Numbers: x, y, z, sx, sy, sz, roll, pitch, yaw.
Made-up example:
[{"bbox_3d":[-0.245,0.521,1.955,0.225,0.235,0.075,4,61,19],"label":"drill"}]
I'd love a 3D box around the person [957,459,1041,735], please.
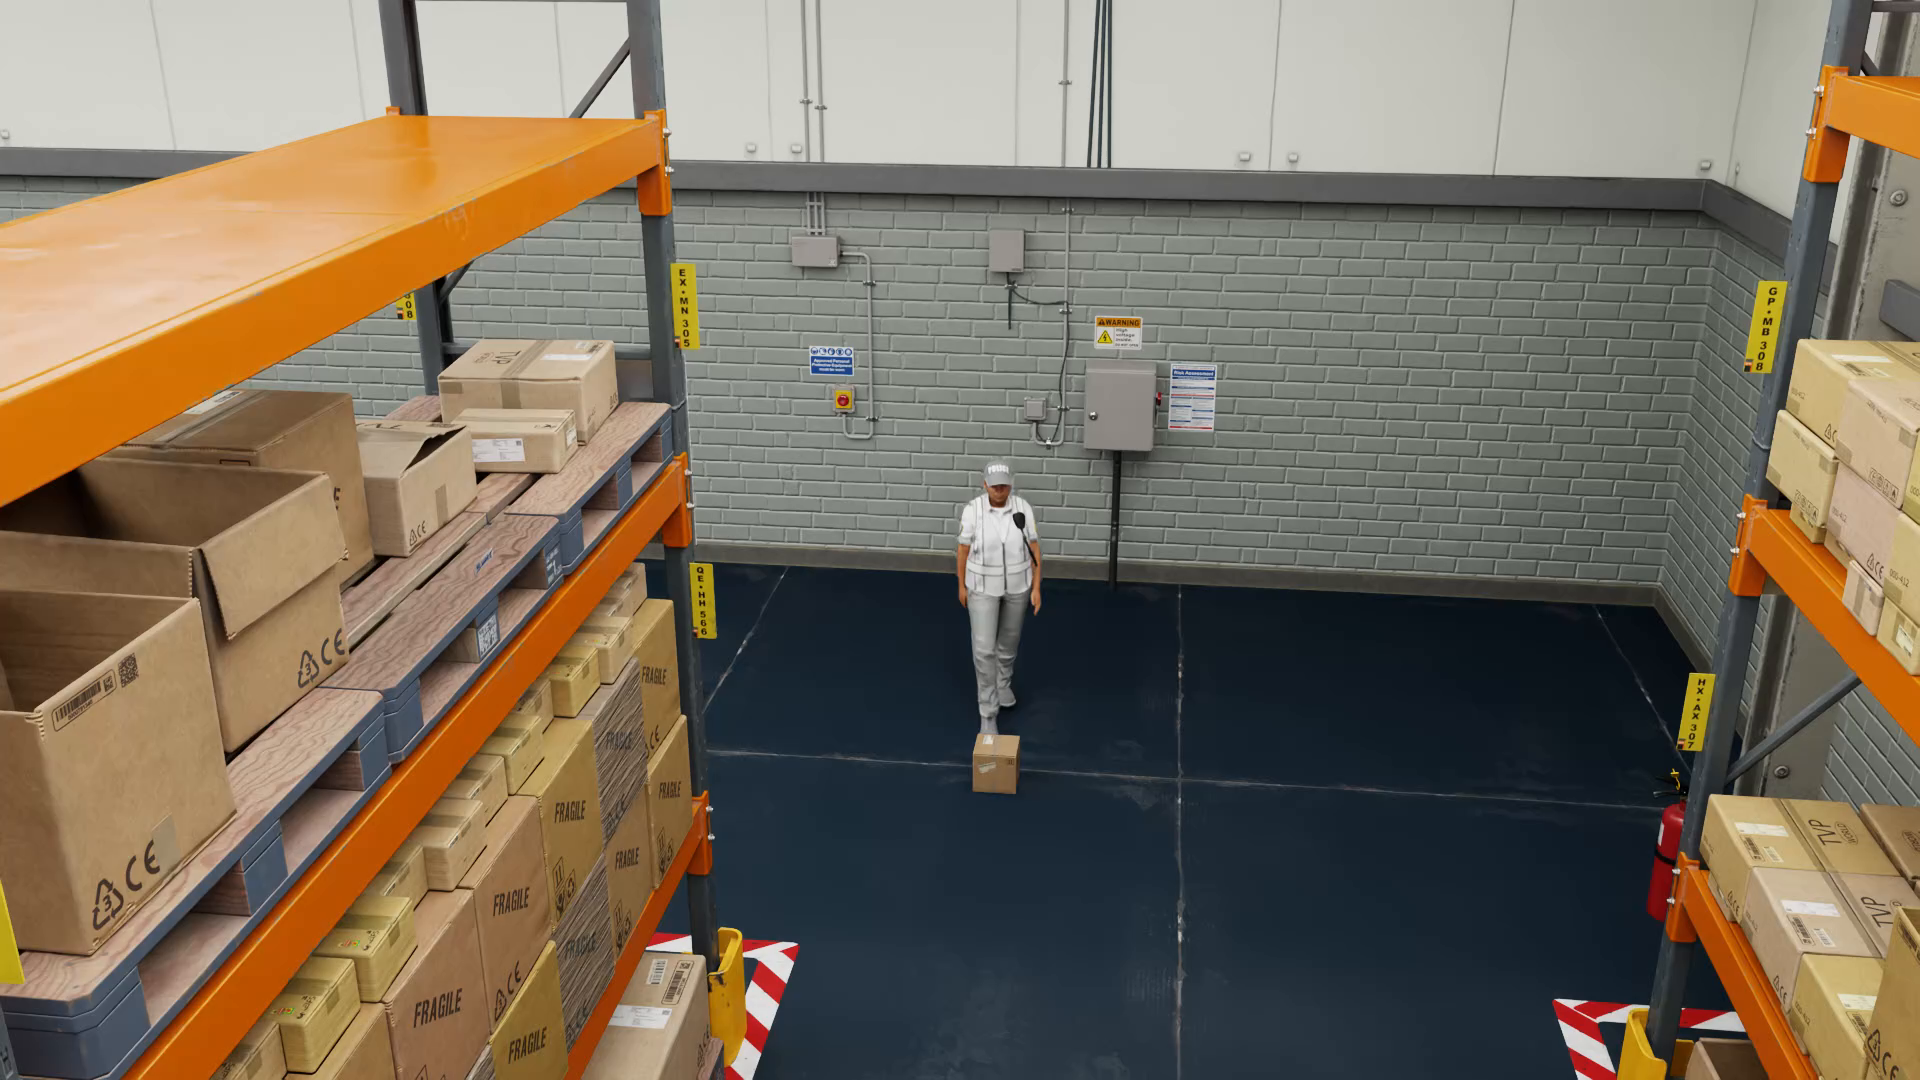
[{"bbox_3d":[0.266,0.356,10.192,0.498,1.700,0.691,-4,22,-11],"label":"person"}]
